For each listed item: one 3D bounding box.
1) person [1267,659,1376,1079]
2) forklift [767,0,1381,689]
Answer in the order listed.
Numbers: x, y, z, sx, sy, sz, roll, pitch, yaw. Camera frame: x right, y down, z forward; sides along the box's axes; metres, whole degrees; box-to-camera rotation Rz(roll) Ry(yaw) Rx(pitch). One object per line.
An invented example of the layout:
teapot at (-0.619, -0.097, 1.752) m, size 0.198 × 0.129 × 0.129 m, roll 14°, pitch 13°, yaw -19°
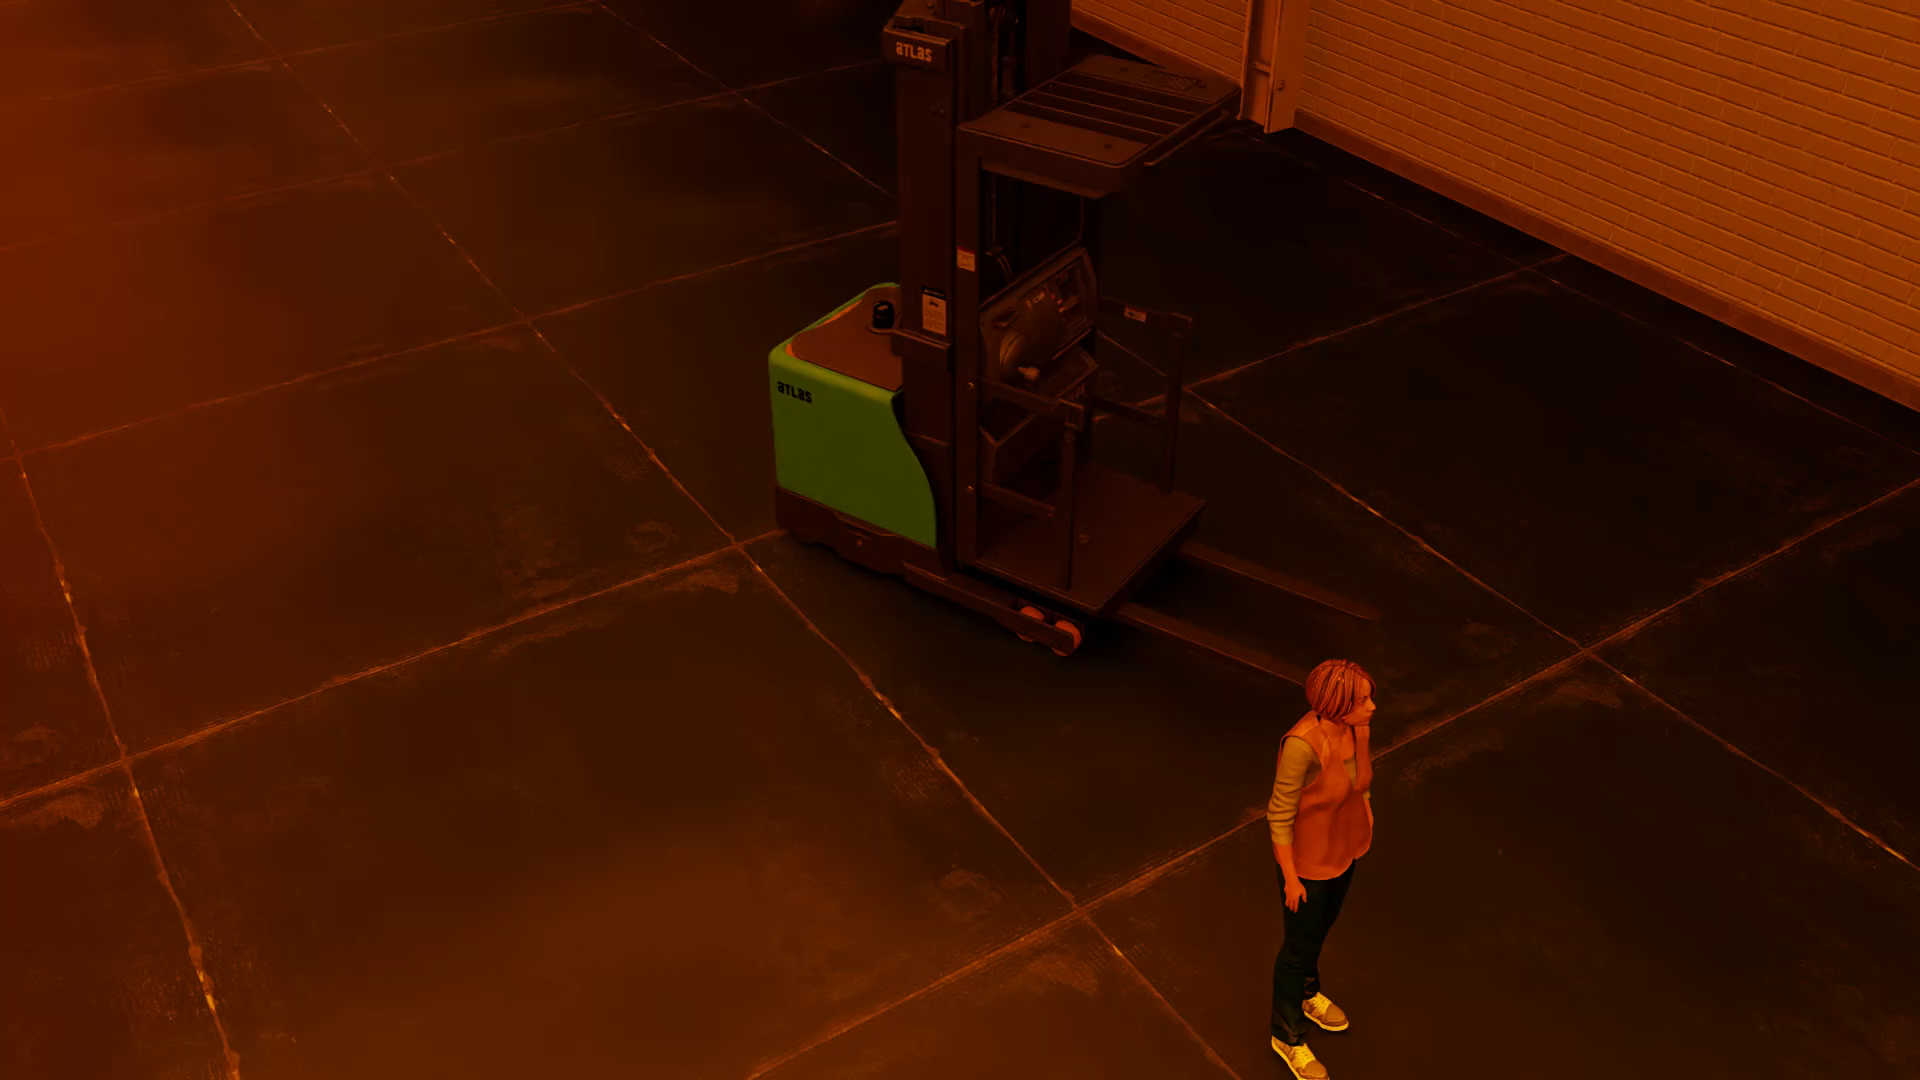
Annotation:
person at (1.291, 1.116, 5.708) m, size 0.519 × 1.598 × 0.474 m, roll -29°, pitch 44°, yaw -35°
forklift at (0.541, -0.998, 7.568) m, size 3.031 × 2.935 × 1.130 m, roll 21°, pitch 40°, yaw 27°
